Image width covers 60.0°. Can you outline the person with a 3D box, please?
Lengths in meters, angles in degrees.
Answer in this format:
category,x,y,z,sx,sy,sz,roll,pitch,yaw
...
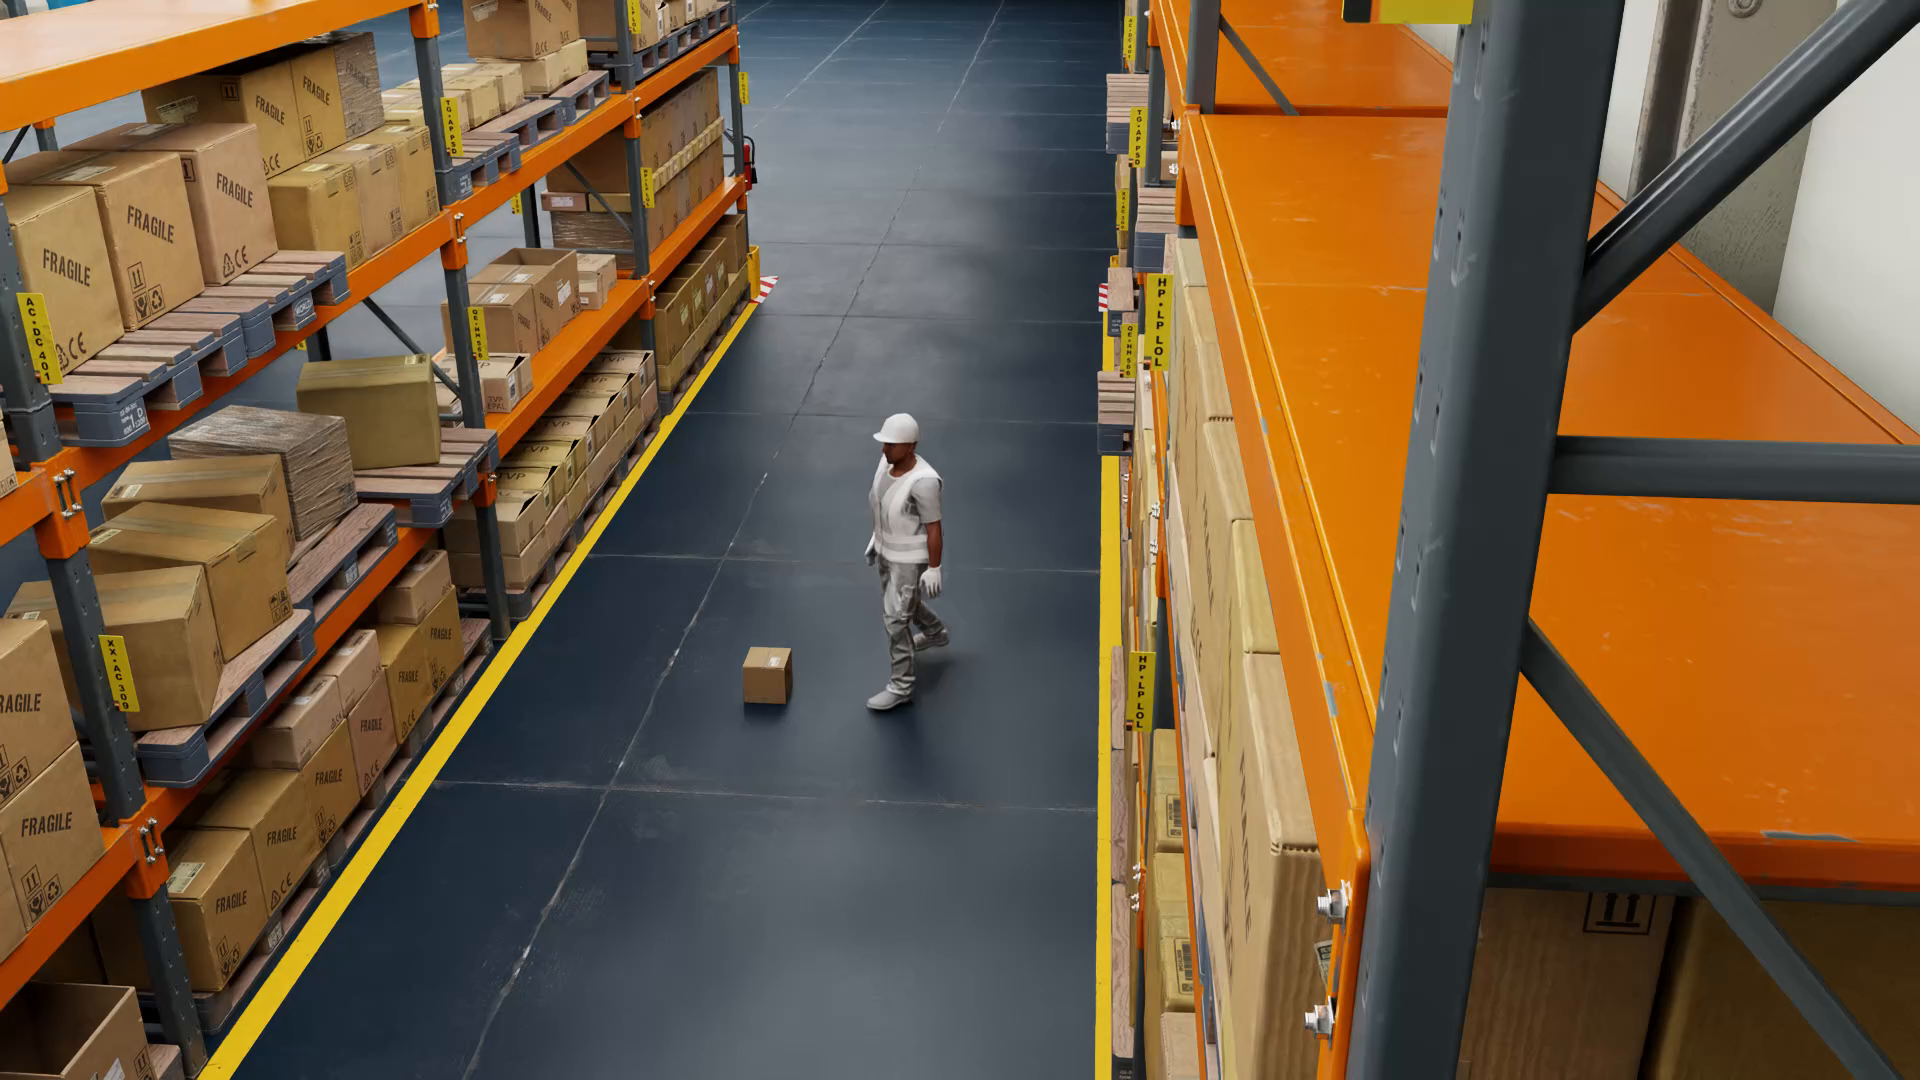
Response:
category,x,y,z,sx,sy,sz,roll,pitch,yaw
person,-0.316,0.068,9.843,0.778,1.766,0.671,-13,28,-27
